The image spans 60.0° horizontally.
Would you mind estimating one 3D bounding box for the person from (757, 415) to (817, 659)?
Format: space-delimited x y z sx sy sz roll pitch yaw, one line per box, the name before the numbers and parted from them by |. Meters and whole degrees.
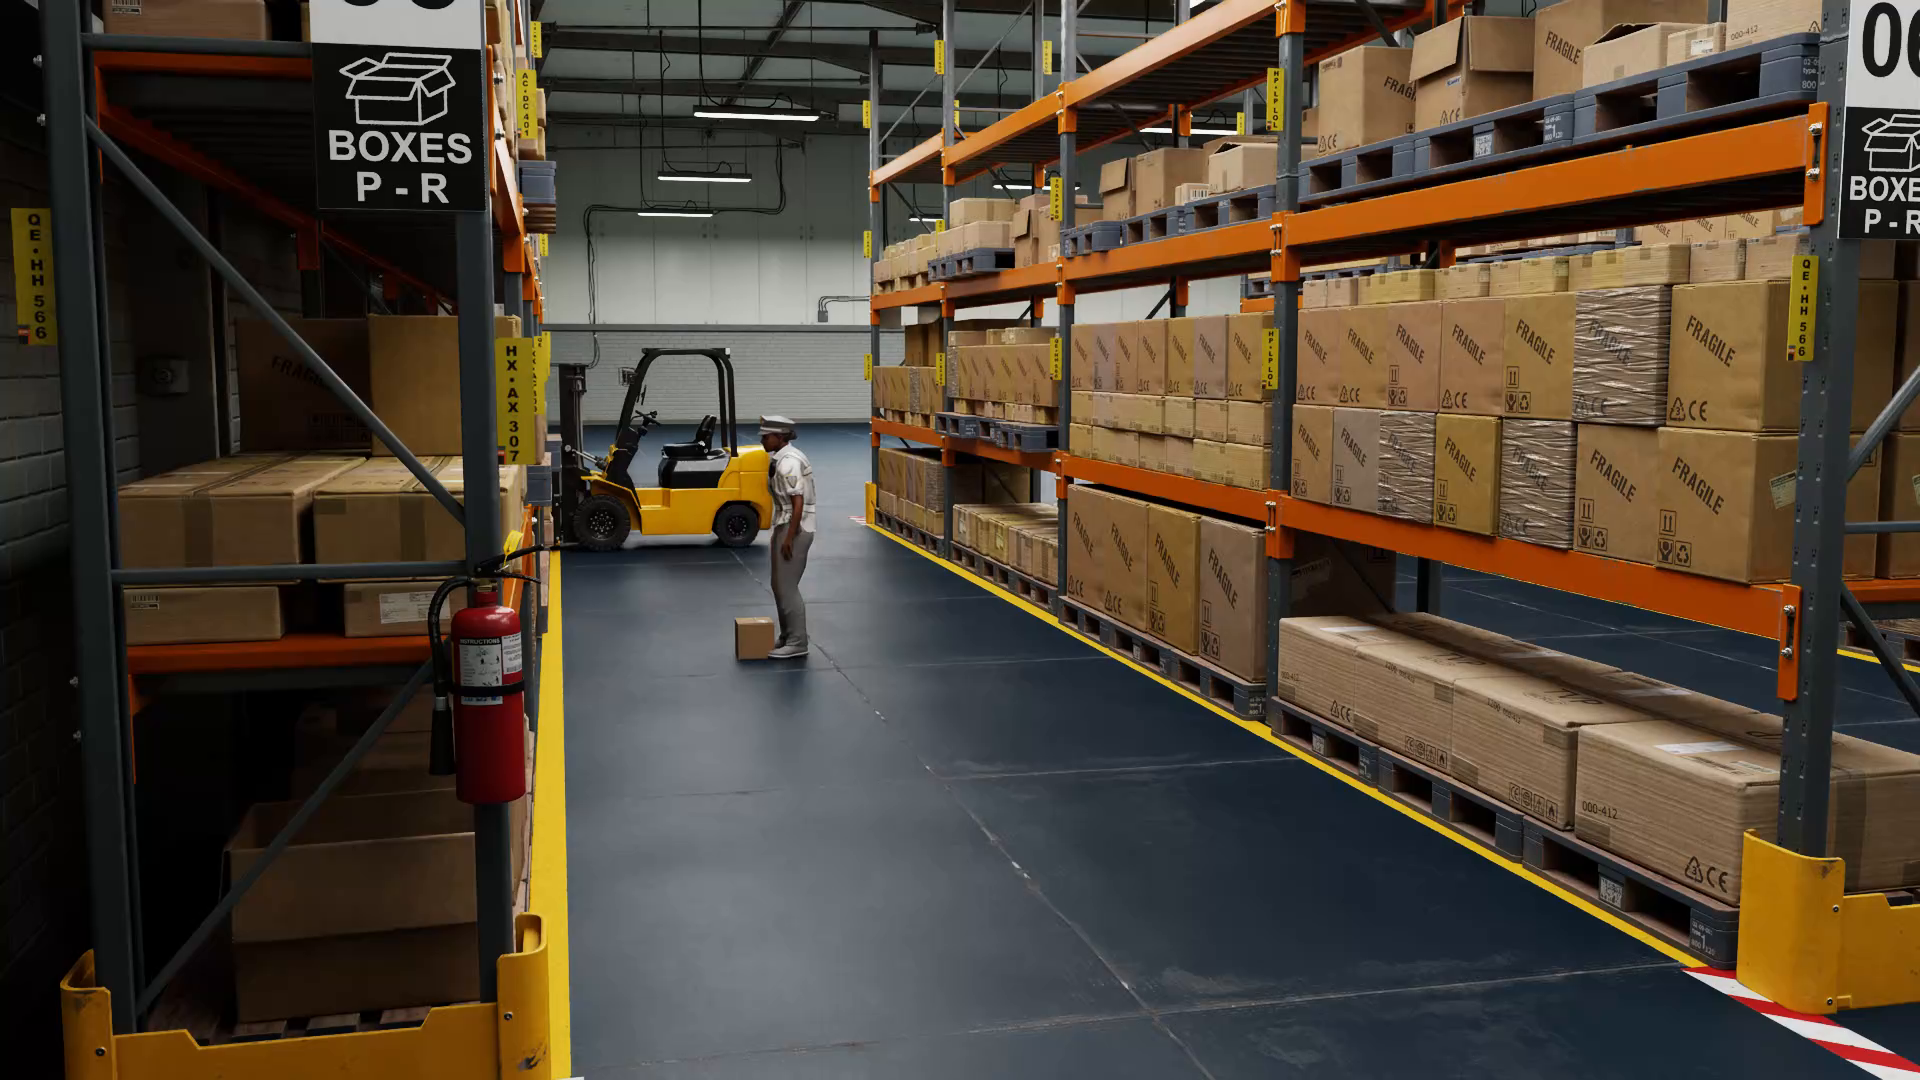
person | -1.195 -0.030 11.457 0.398 1.659 0.521 -2 6 -15
